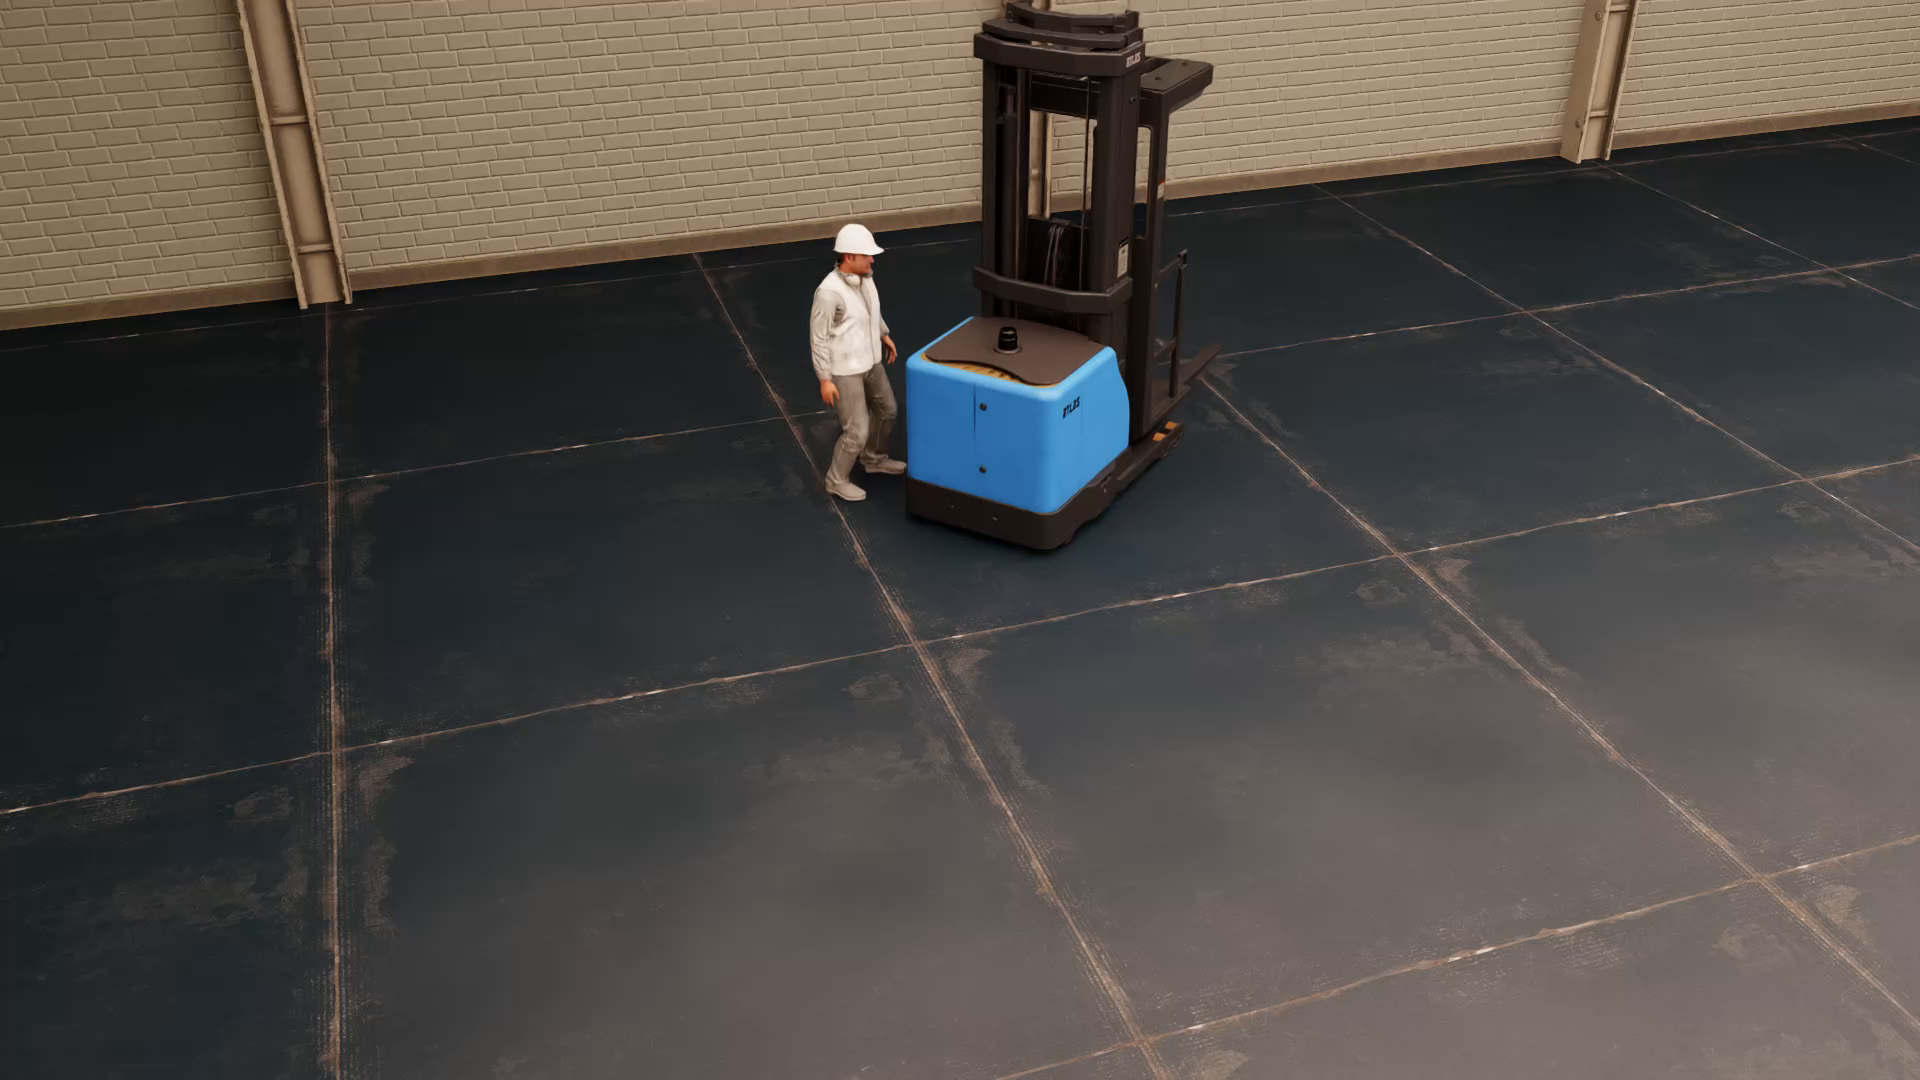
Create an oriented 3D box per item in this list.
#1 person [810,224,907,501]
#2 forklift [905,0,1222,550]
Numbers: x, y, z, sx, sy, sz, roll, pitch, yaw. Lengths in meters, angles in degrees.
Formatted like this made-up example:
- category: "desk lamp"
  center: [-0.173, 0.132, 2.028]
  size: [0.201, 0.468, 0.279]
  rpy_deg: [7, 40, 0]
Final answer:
- category: "person"
  center: [-0.644, -1.088, 10.176]
  size: [0.407, 1.743, 0.770]
  rpy_deg: [14, 33, 23]
- category: "forklift"
  center: [0.841, -1.914, 10.413]
  size: [1.130, 2.935, 3.031]
  rpy_deg: [16, 34, 26]
